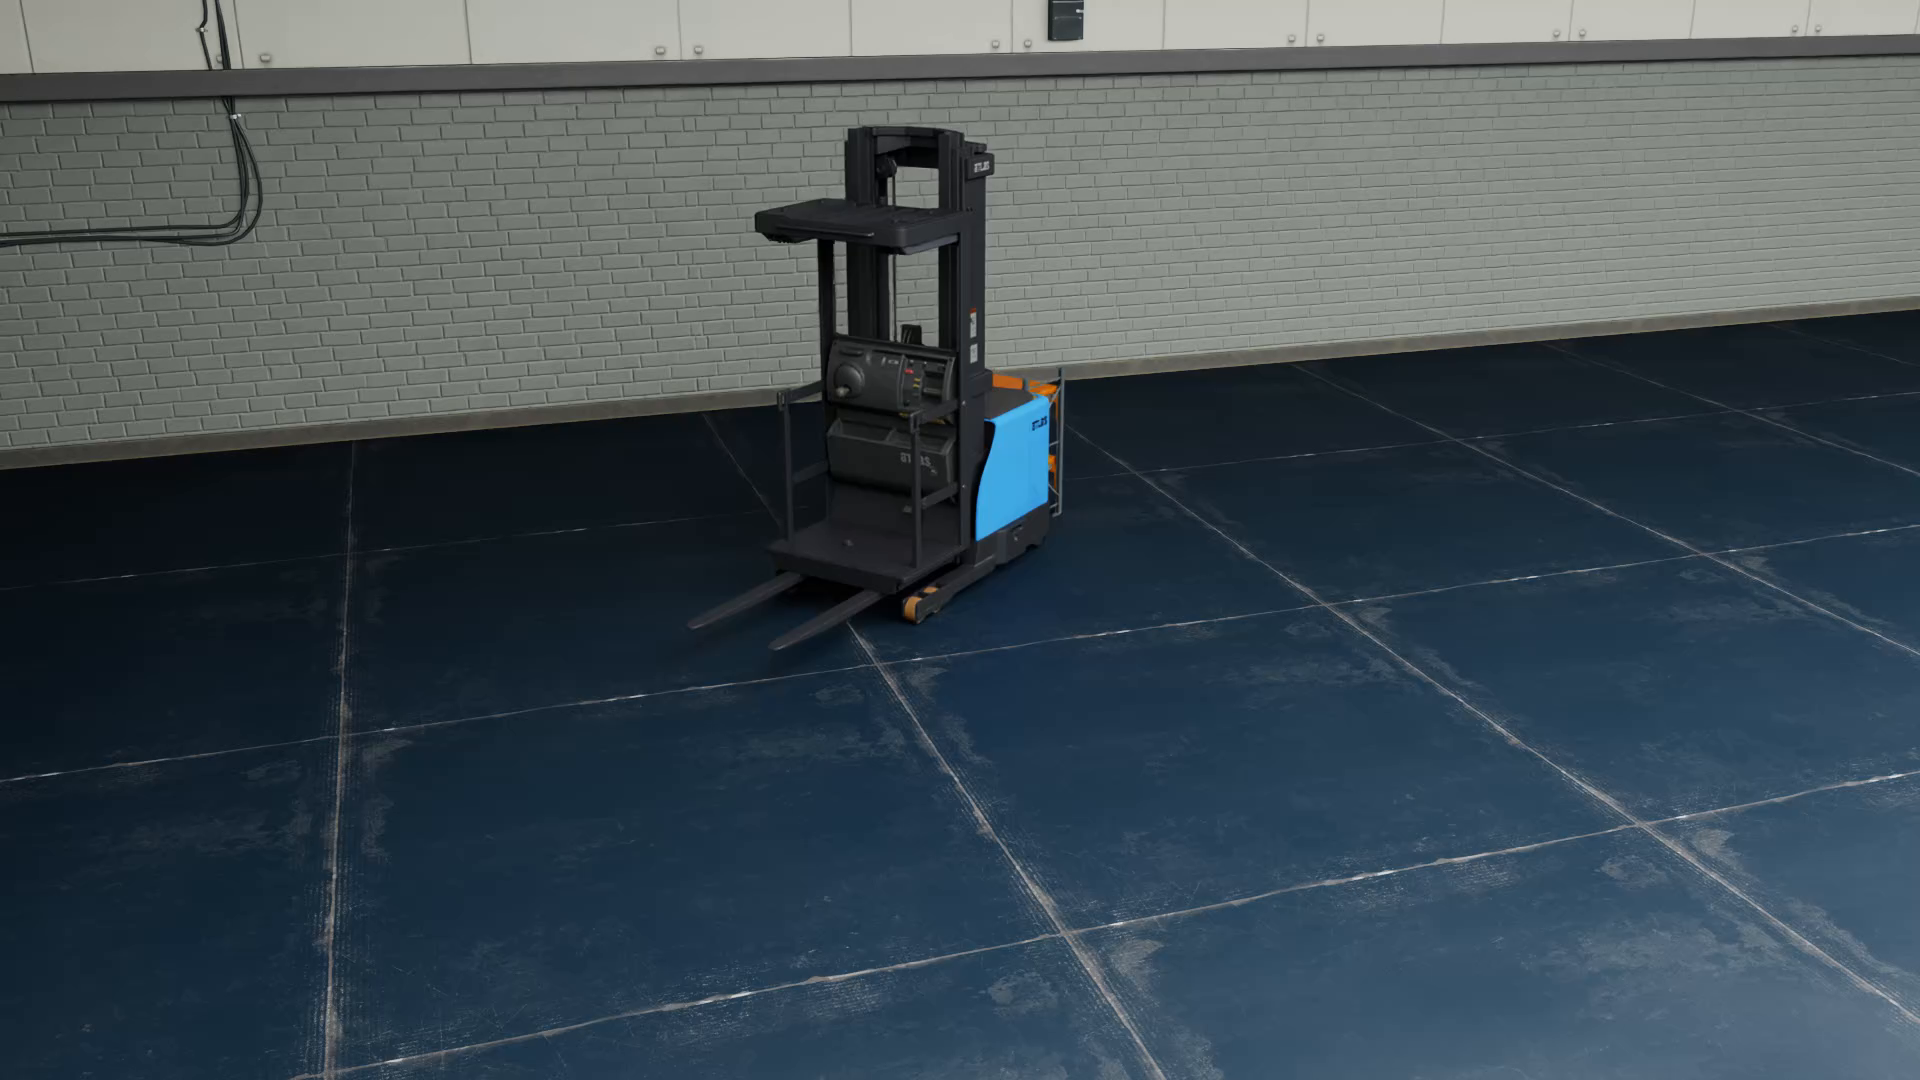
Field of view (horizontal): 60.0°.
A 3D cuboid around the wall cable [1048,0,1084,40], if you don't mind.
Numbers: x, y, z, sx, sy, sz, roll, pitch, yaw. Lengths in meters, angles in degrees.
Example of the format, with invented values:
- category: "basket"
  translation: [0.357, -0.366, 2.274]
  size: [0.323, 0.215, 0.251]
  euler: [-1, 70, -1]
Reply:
- category: "wall cable"
  translation: [1.914, -7.478, 14.393]
  size: [2.305, 6.003, 0.169]
  euler: [-6, 21, -17]

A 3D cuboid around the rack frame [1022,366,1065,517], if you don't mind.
- category: "rack frame"
  translation: [0.602, -0.669, 12.115]
  size: [0.032, 1.125, 0.500]
  euler: [14, 24, 34]

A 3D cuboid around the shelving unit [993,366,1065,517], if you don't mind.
- category: "shelving unit"
  translation: [0.194, -0.772, 12.401]
  size: [1.048, 1.125, 0.538]
  euler: [14, 24, 34]

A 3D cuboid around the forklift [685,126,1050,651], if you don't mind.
- category: "forklift"
  translation: [-0.556, -1.037, 10.467]
  size: [1.130, 2.935, 3.031]
  euler: [12, 23, 29]

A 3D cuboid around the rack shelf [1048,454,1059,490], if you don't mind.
- category: "rack shelf"
  translation: [0.194, -0.541, 12.483]
  size: [1.000, 0.278, 0.538]
  euler: [14, 24, 34]

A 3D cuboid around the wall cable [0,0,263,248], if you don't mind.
- category: "wall cable"
  translation: [-7.103, -3.412, 12.699]
  size: [3.097, 2.526, 0.112]
  euler: [-6, 21, -17]

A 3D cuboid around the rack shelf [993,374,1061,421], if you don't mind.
- category: "rack shelf"
  translation: [0.194, -1.047, 12.302]
  size: [1.000, 0.278, 0.538]
  euler: [14, 24, 34]
